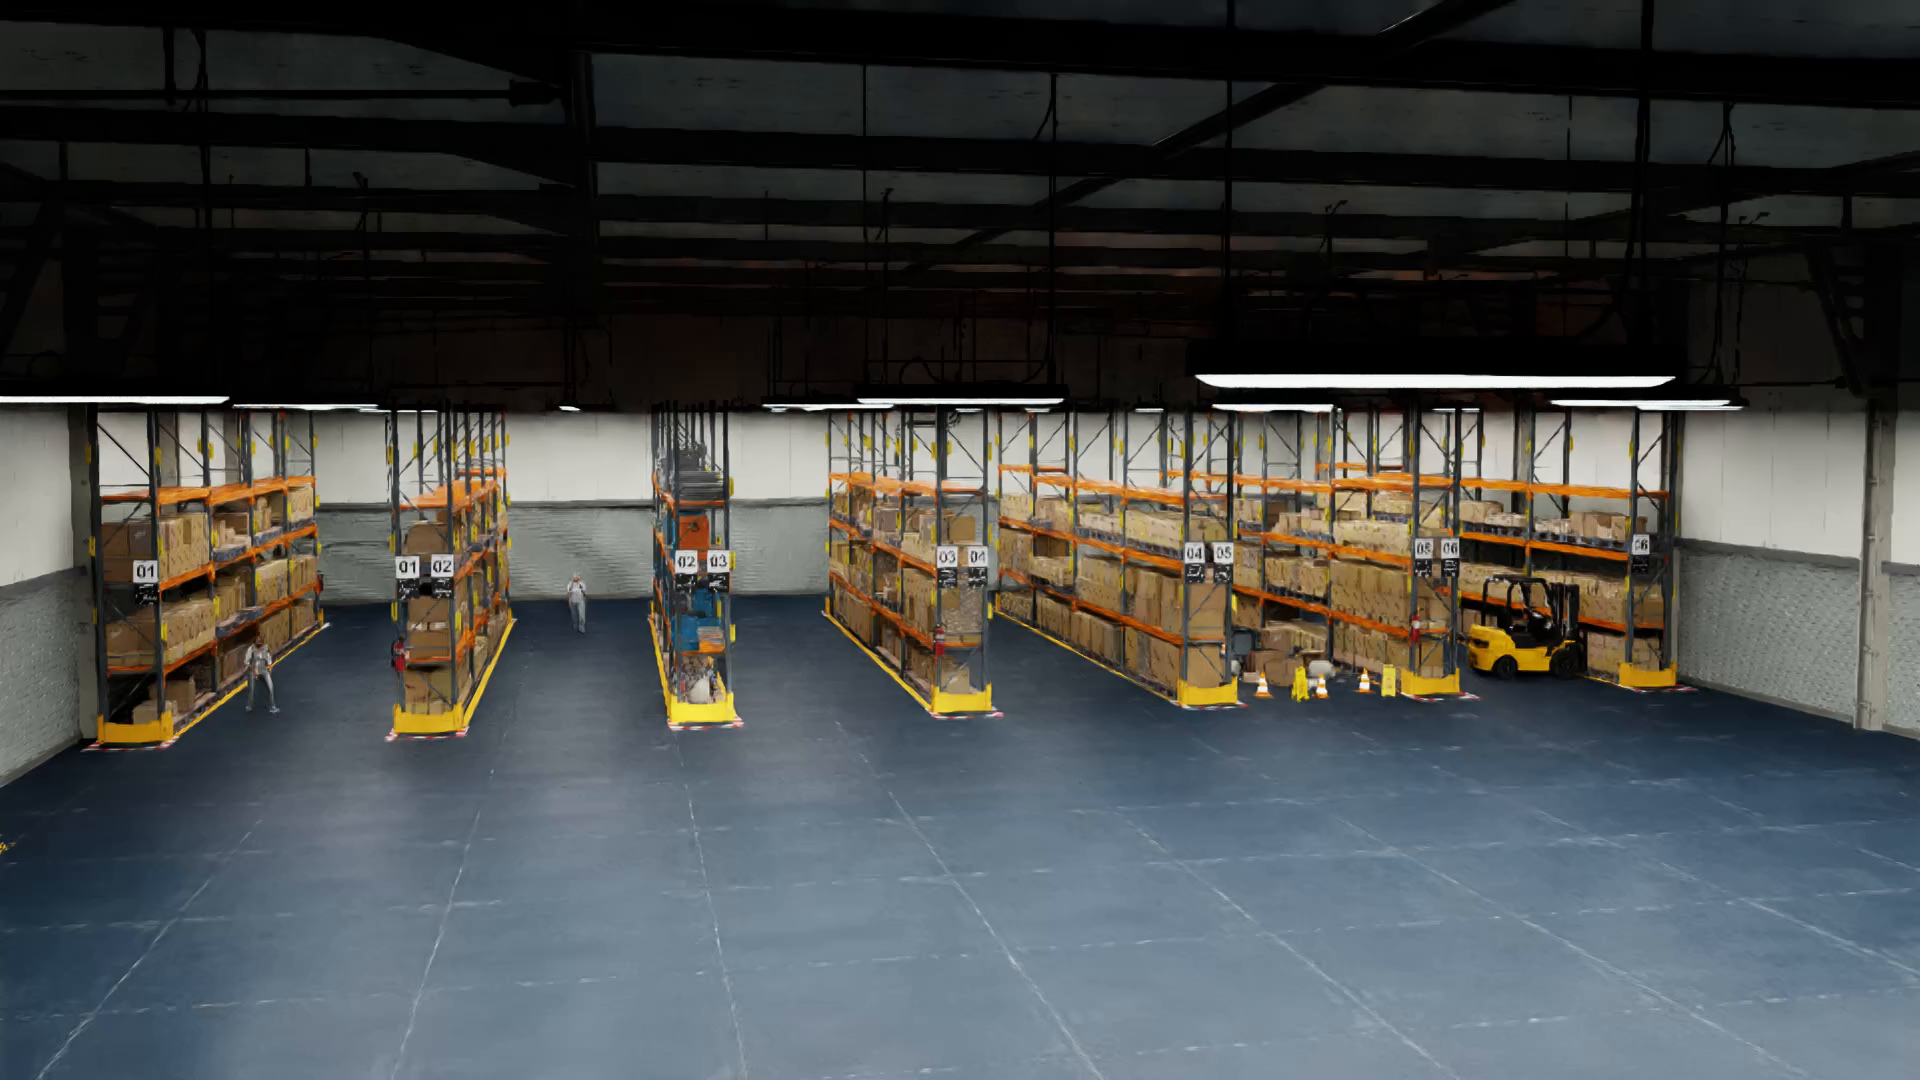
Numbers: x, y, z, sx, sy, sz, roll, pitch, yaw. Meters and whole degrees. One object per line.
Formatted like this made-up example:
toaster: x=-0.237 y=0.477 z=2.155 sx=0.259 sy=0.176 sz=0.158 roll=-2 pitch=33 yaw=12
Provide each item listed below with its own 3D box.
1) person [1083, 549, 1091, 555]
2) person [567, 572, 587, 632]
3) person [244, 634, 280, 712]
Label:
person: x=3.712 y=1.159 z=48.538 sx=0.579 sy=1.785 sz=0.679 roll=0 pitch=4 yaw=0
person: x=-10.097 y=1.618 z=43.821 sx=0.497 sy=1.583 sz=1.090 roll=-1 pitch=4 yaw=-9
person: x=-13.450 y=2.543 z=31.914 sx=0.566 sy=1.533 sz=0.753 roll=-3 pitch=5 yaw=-35
